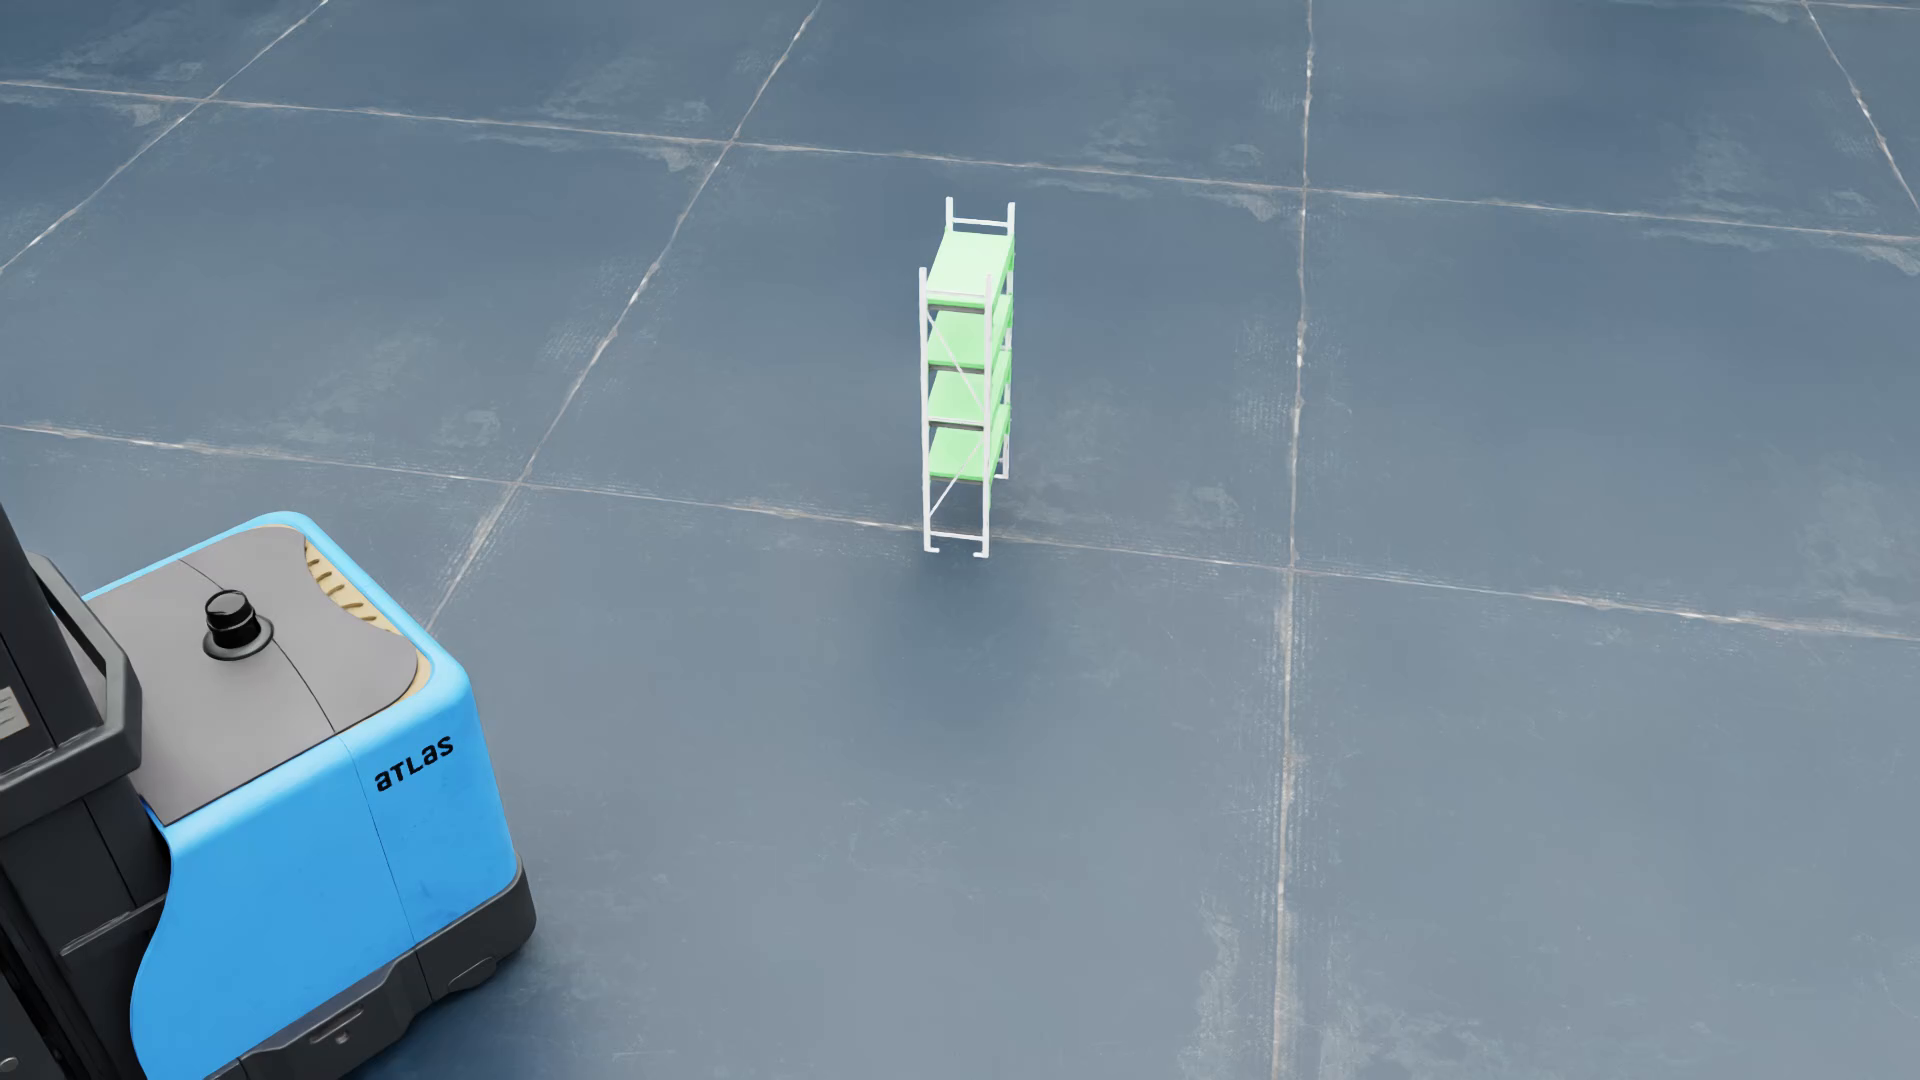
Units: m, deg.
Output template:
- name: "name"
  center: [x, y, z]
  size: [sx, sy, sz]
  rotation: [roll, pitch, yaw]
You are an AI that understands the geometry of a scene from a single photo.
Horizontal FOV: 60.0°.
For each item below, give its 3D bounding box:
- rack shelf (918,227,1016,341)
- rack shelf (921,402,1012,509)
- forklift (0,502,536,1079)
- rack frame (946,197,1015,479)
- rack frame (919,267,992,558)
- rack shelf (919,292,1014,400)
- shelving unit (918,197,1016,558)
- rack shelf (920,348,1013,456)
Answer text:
- name: "rack shelf"
  center: [0.029, -0.887, 5.728]
  size: [0.258, 0.148, 0.480]
  rotation: [6, 40, 8]
- name: "rack shelf"
  center: [0.029, -0.332, 6.187]
  size: [0.258, 0.148, 0.480]
  rotation: [6, 40, 8]
- name: "forklift"
  center: [-2.640, 0.458, 3.395]
  size: [3.031, 2.935, 1.130]
  rotation: [-31, 49, -32]
- name: "rack frame"
  center: [0.071, -0.719, 6.179]
  size: [0.240, 1.200, 0.015]
  rotation: [6, 40, 8]
- name: "rack frame"
  center: [-0.014, -0.413, 5.808]
  size: [0.240, 1.200, 0.015]
  rotation: [6, 40, 8]
- name: "rack shelf"
  center: [0.029, -0.702, 5.881]
  size: [0.258, 0.148, 0.480]
  rotation: [6, 40, 8]
- name: "shelving unit"
  center: [0.029, -0.566, 5.993]
  size: [0.258, 1.200, 0.503]
  rotation: [6, 40, 8]
- name: "rack shelf"
  center: [0.029, -0.517, 6.034]
  size: [0.258, 0.148, 0.480]
  rotation: [6, 40, 8]
